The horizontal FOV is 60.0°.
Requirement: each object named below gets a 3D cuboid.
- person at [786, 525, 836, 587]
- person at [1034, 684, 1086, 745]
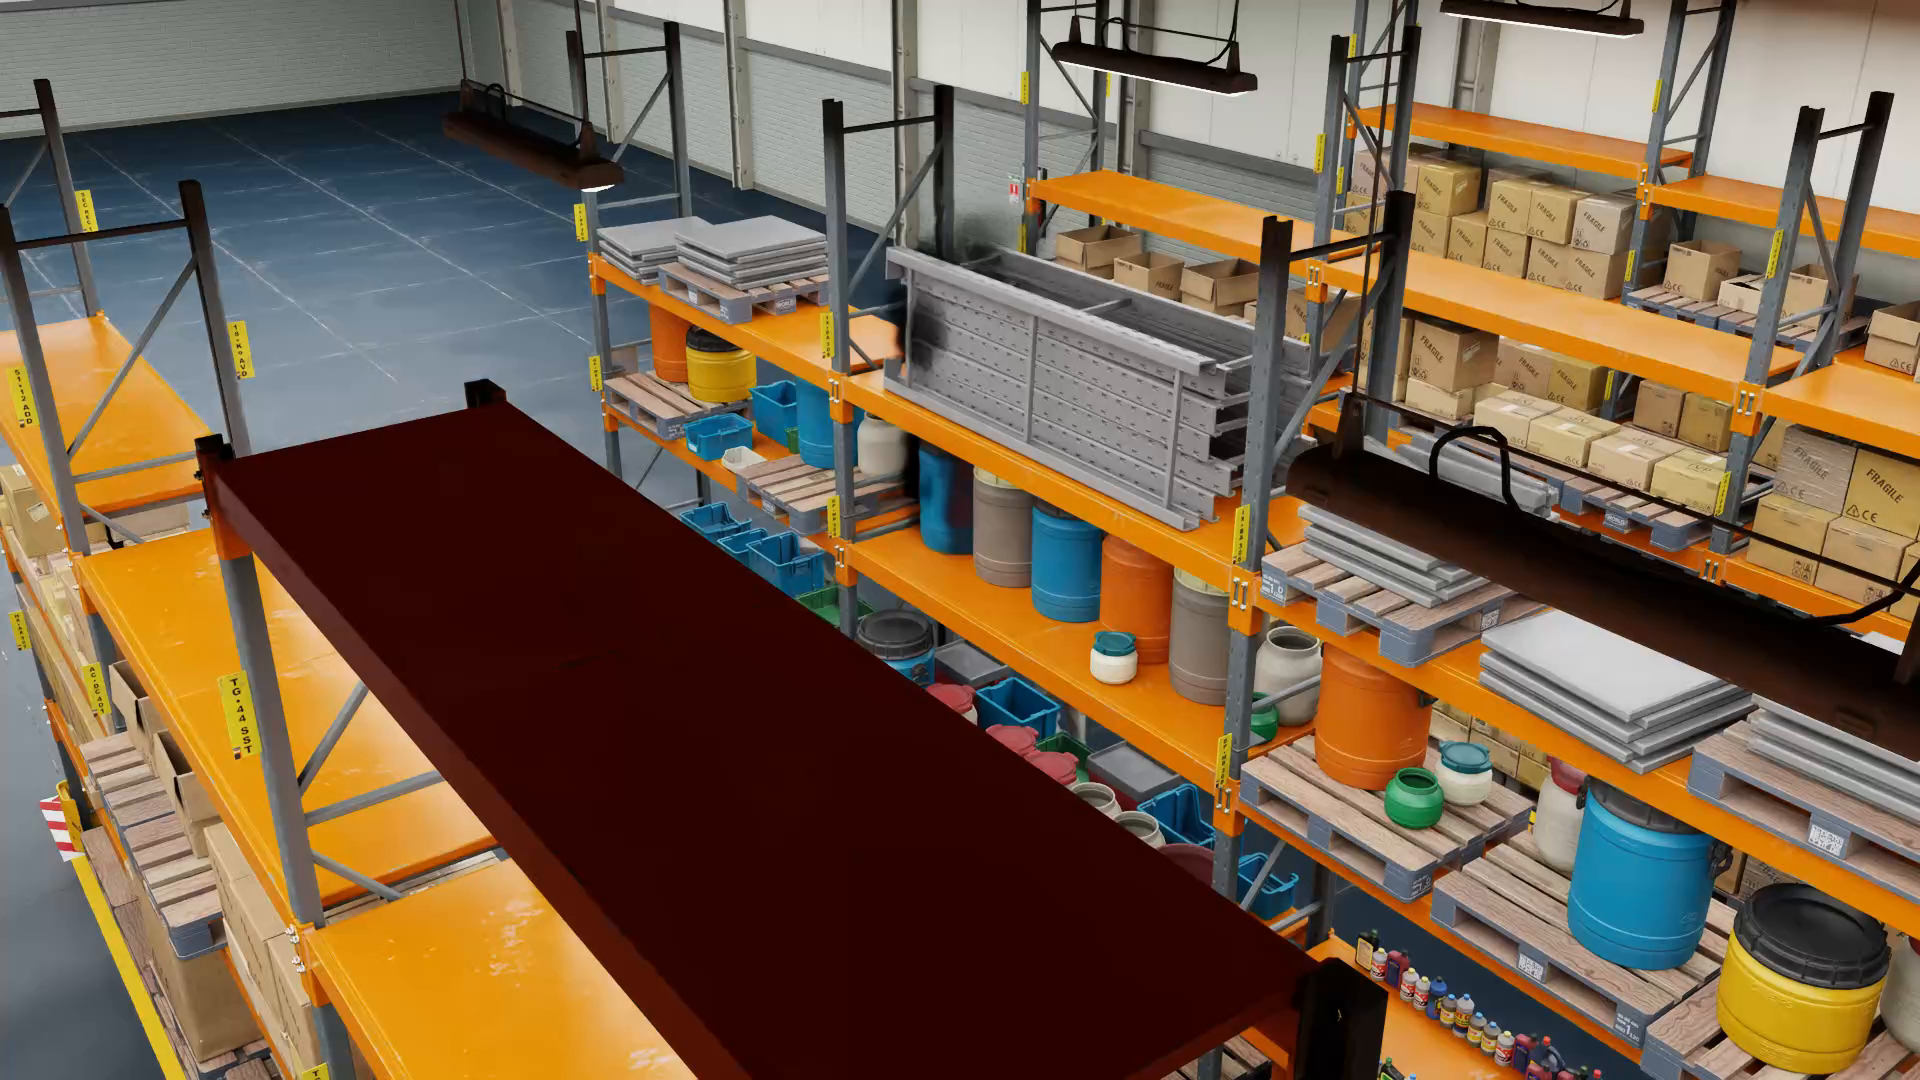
[{"bbox_3d":[-1.562,-0.030,17.022,0.566,1.725,0.667,19,31,36],"label":"person"},{"bbox_3d":[0.834,1.123,13.931,0.547,1.720,0.623,-17,30,-33],"label":"person"}]
